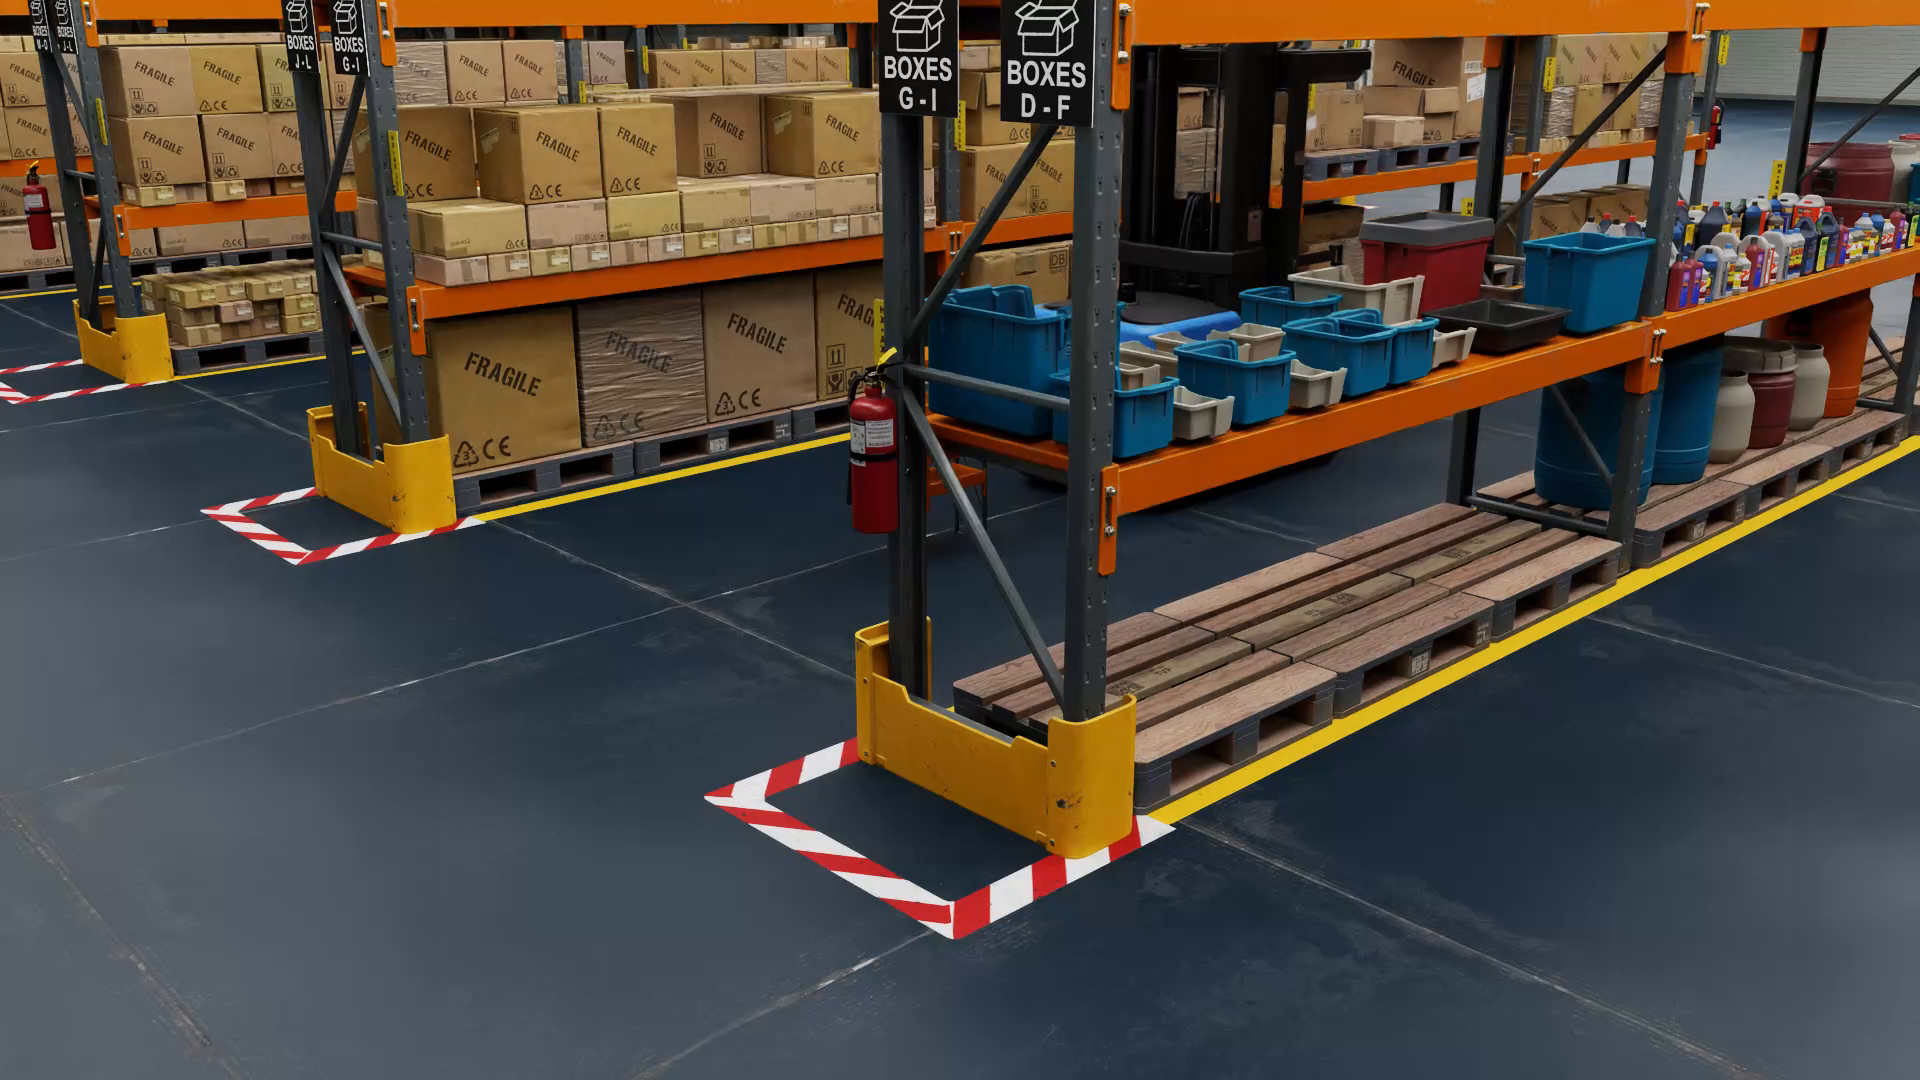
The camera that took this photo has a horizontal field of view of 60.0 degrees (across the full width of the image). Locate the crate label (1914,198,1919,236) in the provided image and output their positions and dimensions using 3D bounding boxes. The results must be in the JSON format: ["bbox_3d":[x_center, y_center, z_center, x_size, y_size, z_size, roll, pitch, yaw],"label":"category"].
[{"bbox_3d":[6.489,-2.131,10.964,0.416,0.233,0.303,-16,24,-41],"label":"crate label"}]

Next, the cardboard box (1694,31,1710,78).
[{"bbox_3d":[8.106,-5.503,18.829,0.500,0.500,0.500,-16,24,-41],"label":"cardboard box"}]

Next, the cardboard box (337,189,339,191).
[{"bbox_3d":[-5.268,-2.920,13.536,0.250,0.149,0.380,-17,24,-42],"label":"cardboard box"}]

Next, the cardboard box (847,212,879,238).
[{"bbox_3d":[-0.754,-2.101,11.009,0.250,0.149,0.380,-17,24,-42],"label":"cardboard box"}]

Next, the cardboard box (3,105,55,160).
[{"bbox_3d":[-9.204,-4.039,16.417,0.500,0.500,0.500,-17,24,-42],"label":"cardboard box"}]

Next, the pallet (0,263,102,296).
[{"bbox_3d":[-9.571,-2.701,16.974,1.213,0.211,1.003,-16,24,-41],"label":"pallet"}]

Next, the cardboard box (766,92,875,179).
[{"bbox_3d":[-0.901,-2.632,10.783,0.500,0.500,0.500,-16,24,-40],"label":"cardboard box"}]

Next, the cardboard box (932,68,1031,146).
[{"bbox_3d":[0.075,-3.129,11.985,0.637,0.503,0.797,-17,25,-42],"label":"cardboard box"}]

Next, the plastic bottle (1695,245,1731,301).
[{"bbox_3d":[3.883,-1.389,8.606,0.135,0.276,0.152,-16,24,-41],"label":"plastic bottle"}]

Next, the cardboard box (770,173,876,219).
[{"bbox_3d":[-0.898,-2.275,10.899,0.500,0.250,0.500,-15,23,-39],"label":"cardboard box"}]

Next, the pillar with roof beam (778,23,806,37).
[{"bbox_3d":[-0.053,-10.286,26.120,0.400,9.000,9.100,-16,24,-41],"label":"pillar with roof beam"}]

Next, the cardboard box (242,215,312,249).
[{"bbox_3d":[-7.722,-3.560,18.576,0.875,0.438,0.875,-17,24,-42],"label":"cardboard box"}]

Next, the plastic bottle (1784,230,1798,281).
[{"bbox_3d":[4.562,-1.573,9.181,0.097,0.271,0.097,0,18,0],"label":"plastic bottle"}]

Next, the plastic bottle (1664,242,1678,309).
[{"bbox_3d":[3.527,-1.345,8.348,0.185,0.351,0.144,-16,24,-41],"label":"plastic bottle"}]

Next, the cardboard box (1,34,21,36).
[{"bbox_3d":[-9.466,-4.970,16.616,0.250,0.149,0.380,-16,24,-40],"label":"cardboard box"}]

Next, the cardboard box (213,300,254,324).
[{"bbox_3d":[-5.829,-1.837,13.246,0.250,0.149,0.380,-16,24,-41],"label":"cardboard box"}]

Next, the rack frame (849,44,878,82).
[{"bbox_3d":[-0.811,-4.448,17.840,0.127,3.000,1.000,-16,24,-41],"label":"rack frame"}]

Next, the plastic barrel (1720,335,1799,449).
[{"bbox_3d":[4.762,-0.911,10.160,0.708,0.588,0.600,-16,24,-41],"label":"plastic barrel"}]

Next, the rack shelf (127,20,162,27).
[{"bbox_3d":[-12.058,-6.461,20.351,4.000,0.370,1.077,-16,24,-41],"label":"rack shelf"}]

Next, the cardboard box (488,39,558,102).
[{"bbox_3d":[-3.874,-4.105,14.516,0.500,0.500,0.500,17,24,42],"label":"cardboard box"}]

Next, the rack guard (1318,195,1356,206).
[{"bbox_3d":[5.019,-4.959,23.470,0.348,0.500,1.175,-16,24,-41],"label":"rack guard"}]

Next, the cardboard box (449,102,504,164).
[{"bbox_3d":[-4.253,-3.514,14.315,0.500,0.500,0.500,-17,25,-42],"label":"cardboard box"}]

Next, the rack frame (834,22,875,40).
[{"bbox_3d":[-1.886,-8.343,29.852,0.127,3.000,1.000,-16,24,-41],"label":"rack frame"}]

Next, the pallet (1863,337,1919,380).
[{"bbox_3d":[7.402,-1.291,12.625,1.213,0.211,1.003,-16,24,-41],"label":"pallet"}]

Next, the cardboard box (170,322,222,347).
[{"bbox_3d":[-6.024,-1.636,13.108,0.250,0.149,0.380,-16,24,-40],"label":"cardboard box"}]

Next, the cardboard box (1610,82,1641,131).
[{"bbox_3d":[6.872,-4.757,18.147,0.500,0.500,0.875,-16,24,-41],"label":"cardboard box"}]

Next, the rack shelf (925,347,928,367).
[{"bbox_3d":[-0.120,-0.909,8.570,0.480,0.148,0.258,-16,24,-41],"label":"rack shelf"}]

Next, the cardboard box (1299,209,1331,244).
[{"bbox_3d":[2.989,-2.841,15.006,0.500,0.250,0.500,-15,23,-39],"label":"cardboard box"}]

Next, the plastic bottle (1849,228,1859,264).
[{"bbox_3d":[5.237,-1.736,9.798,0.097,0.201,0.097,0,18,0],"label":"plastic bottle"}]

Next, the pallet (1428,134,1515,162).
[{"bbox_3d":[4.774,-3.942,16.591,1.213,0.211,1.003,-16,24,-41],"label":"pallet"}]

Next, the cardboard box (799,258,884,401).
[{"bbox_3d":[-0.918,-1.535,11.619,0.875,0.875,0.875,-16,24,-41],"label":"cardboard box"}]

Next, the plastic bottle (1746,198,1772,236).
[{"bbox_3d":[5.053,-2.029,10.580,0.135,0.276,0.152,-16,24,-41],"label":"plastic bottle"}]

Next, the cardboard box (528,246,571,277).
[{"bbox_3d":[-2.434,-1.611,9.496,0.250,0.149,0.380,-17,25,-42],"label":"cardboard box"}]

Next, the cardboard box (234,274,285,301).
[{"bbox_3d":[-5.621,-2.024,13.342,0.250,0.149,0.380,-16,24,-41],"label":"cardboard box"}]

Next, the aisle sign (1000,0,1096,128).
[{"bbox_3d":[0.265,-1.665,5.041,0.004,0.787,0.394,-16,24,-41],"label":"aisle sign"}]

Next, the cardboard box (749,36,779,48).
[{"bbox_3d":[-2.683,-6.807,22.740,0.250,0.149,0.380,-15,23,-38],"label":"cardboard box"}]

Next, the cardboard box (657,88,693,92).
[{"bbox_3d":[-2.805,-4.311,16.179,0.380,0.149,0.250,17,25,42],"label":"cardboard box"}]

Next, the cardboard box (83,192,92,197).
[{"bbox_3d":[-11.563,-4.465,21.833,0.250,0.149,0.380,-17,24,-42],"label":"cardboard box"}]

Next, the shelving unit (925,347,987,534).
[{"bbox_3d":[-0.120,-0.536,8.691,0.503,1.200,0.258,-16,24,-41],"label":"shelving unit"}]

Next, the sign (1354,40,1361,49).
[{"bbox_3d":[5.364,-6.682,22.469,0.005,0.325,0.100,-16,24,-41],"label":"sign"}]

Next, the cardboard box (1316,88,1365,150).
[{"bbox_3d":[3.225,-3.826,15.080,0.500,0.500,0.700,-12,22,-33],"label":"cardboard box"}]

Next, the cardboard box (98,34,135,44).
[{"bbox_3d":[-8.495,-5.005,16.723,0.250,0.149,0.380,-17,25,-42],"label":"cardboard box"}]

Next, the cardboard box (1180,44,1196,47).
[{"bbox_3d":[2.387,-5.951,20.482,0.550,0.550,0.875,-16,24,-41],"label":"cardboard box"}]

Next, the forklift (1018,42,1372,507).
[{"bbox_3d":[1.755,-1.949,10.245,3.031,2.935,1.130,-17,24,-42],"label":"forklift"}]

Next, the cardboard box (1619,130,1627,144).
[{"bbox_3d":[7.023,-4.405,18.116,0.250,0.149,0.380,-16,24,-41],"label":"cardboard box"}]

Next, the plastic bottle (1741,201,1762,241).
[{"bbox_3d":[4.992,-1.995,10.482,0.097,0.271,0.097,0,18,0],"label":"plastic bottle"}]

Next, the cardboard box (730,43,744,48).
[{"bbox_3d":[-3.792,-8.157,27.584,0.250,0.149,0.380,-16,24,-40],"label":"cardboard box"}]

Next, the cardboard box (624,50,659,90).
[{"bbox_3d":[-4.146,-6.083,21.559,0.500,0.500,0.500,17,25,42],"label":"cardboard box"}]

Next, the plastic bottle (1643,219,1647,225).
[{"bbox_3d":[3.982,-1.716,9.616,0.135,0.276,0.152,-16,24,-41],"label":"plastic bottle"}]

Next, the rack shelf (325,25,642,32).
[{"bbox_3d":[-5.739,-6.197,19.537,4.000,0.370,1.077,-16,24,-41],"label":"rack shelf"}]

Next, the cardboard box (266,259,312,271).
[{"bbox_3d":[-5.702,-2.282,14.137,0.250,0.149,0.380,-15,23,-39],"label":"cardboard box"}]

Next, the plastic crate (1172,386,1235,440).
[{"bbox_3d":[0.808,-0.441,5.812,0.298,0.136,0.250,-16,24,-41],"label":"plastic crate"}]
